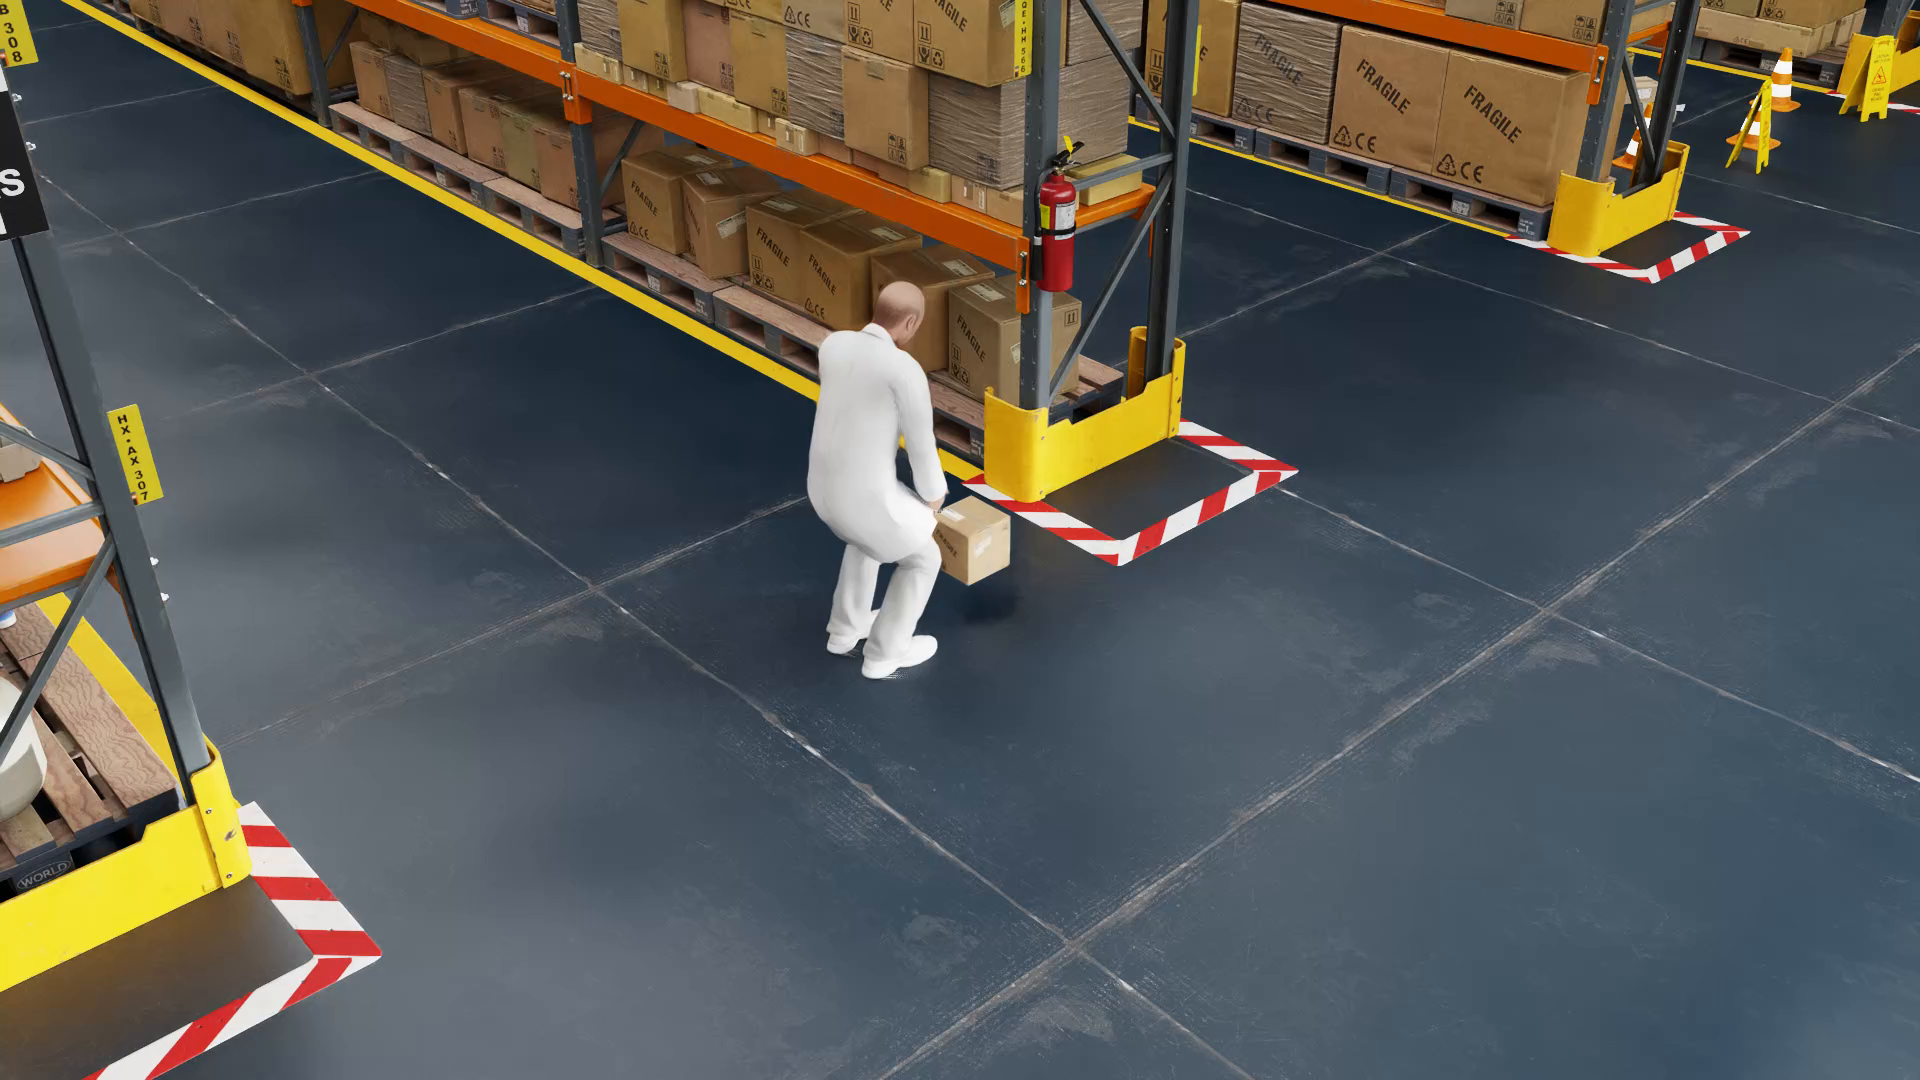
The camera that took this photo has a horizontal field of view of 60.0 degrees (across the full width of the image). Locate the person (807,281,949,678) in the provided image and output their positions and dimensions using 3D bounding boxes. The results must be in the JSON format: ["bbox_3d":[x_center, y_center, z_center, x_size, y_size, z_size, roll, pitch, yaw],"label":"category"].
[{"bbox_3d":[-0.354,-0.238,6.709,0.564,1.612,0.621,-25,39,-35],"label":"person"}]
